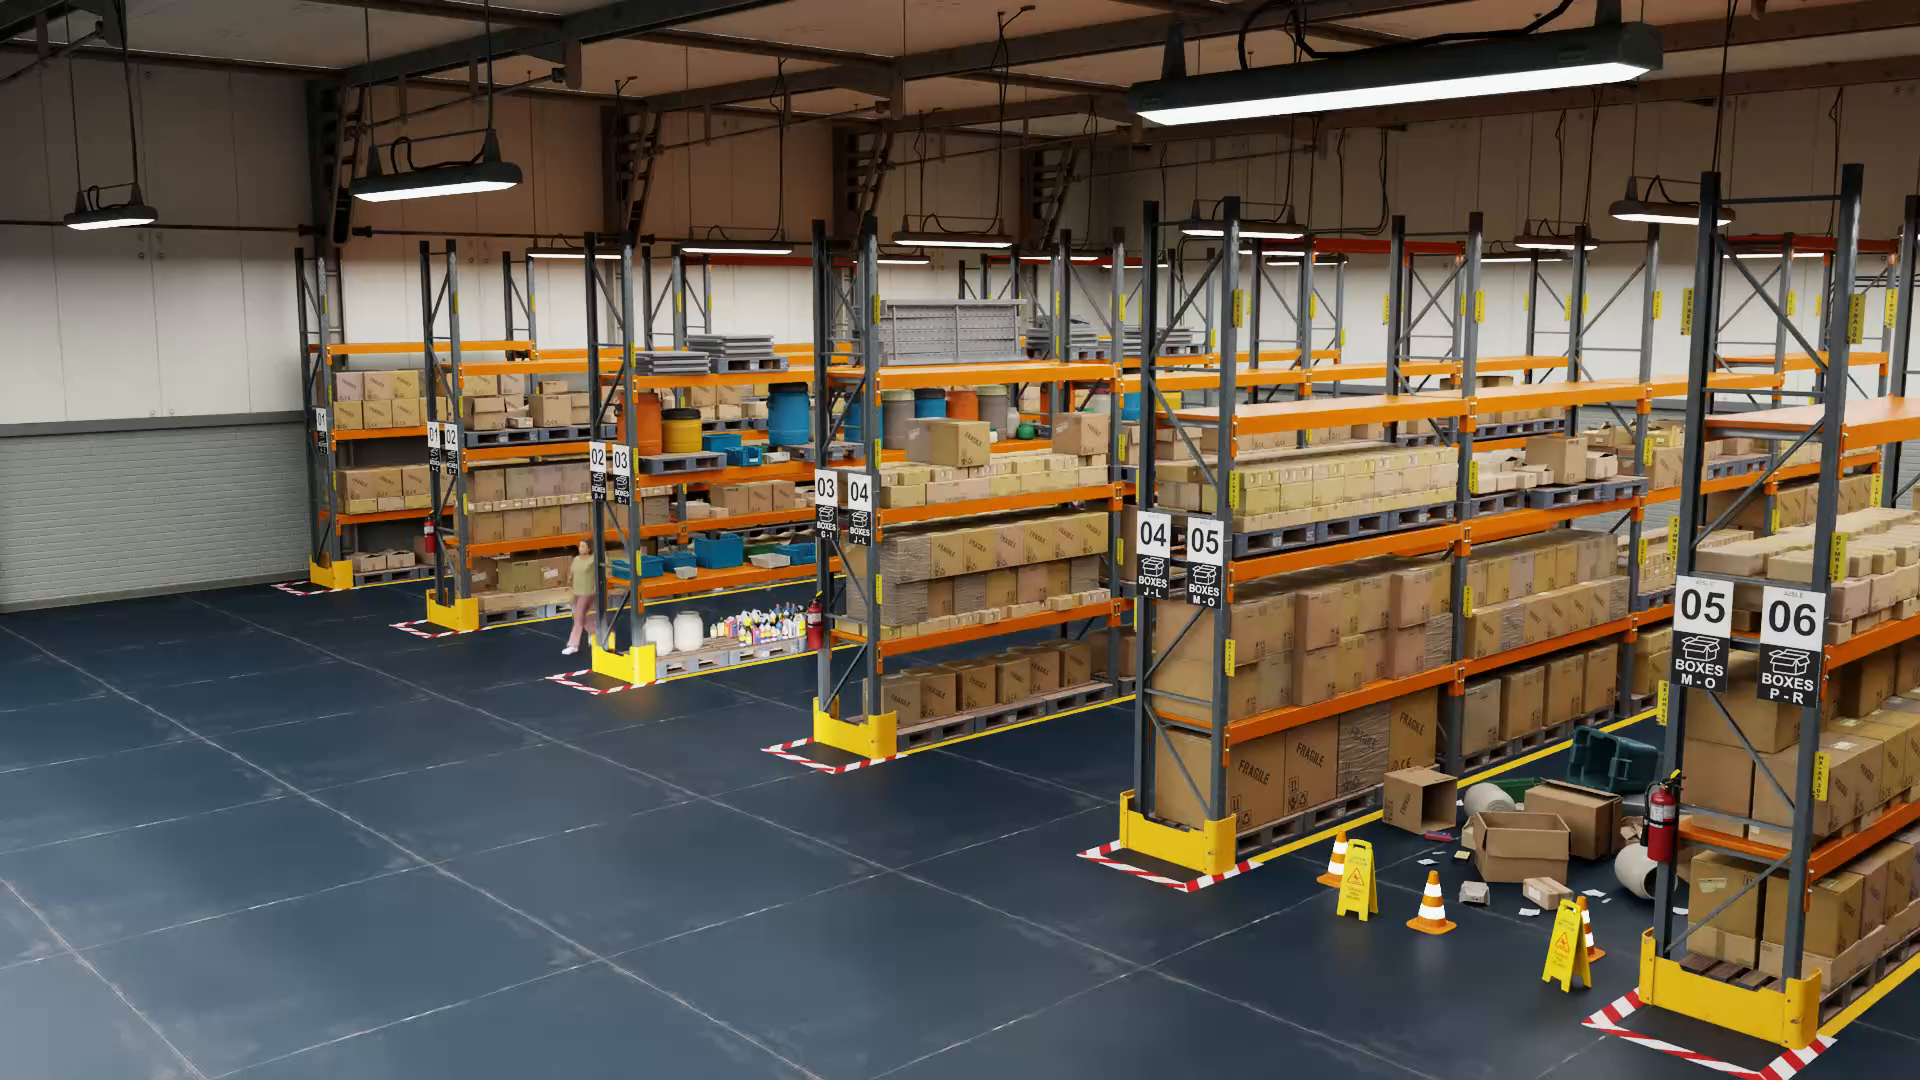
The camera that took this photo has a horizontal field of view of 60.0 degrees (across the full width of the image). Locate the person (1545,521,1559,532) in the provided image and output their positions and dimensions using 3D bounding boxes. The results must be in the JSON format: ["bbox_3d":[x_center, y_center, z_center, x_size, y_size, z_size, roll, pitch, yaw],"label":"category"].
[{"bbox_3d":[9.402,0.451,26.304,0.660,1.744,0.782,8,12,43],"label":"person"}]

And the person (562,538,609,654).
[{"bbox_3d":[-5.446,0.791,24.154,0.603,1.641,0.899,4,9,28],"label":"person"}]
